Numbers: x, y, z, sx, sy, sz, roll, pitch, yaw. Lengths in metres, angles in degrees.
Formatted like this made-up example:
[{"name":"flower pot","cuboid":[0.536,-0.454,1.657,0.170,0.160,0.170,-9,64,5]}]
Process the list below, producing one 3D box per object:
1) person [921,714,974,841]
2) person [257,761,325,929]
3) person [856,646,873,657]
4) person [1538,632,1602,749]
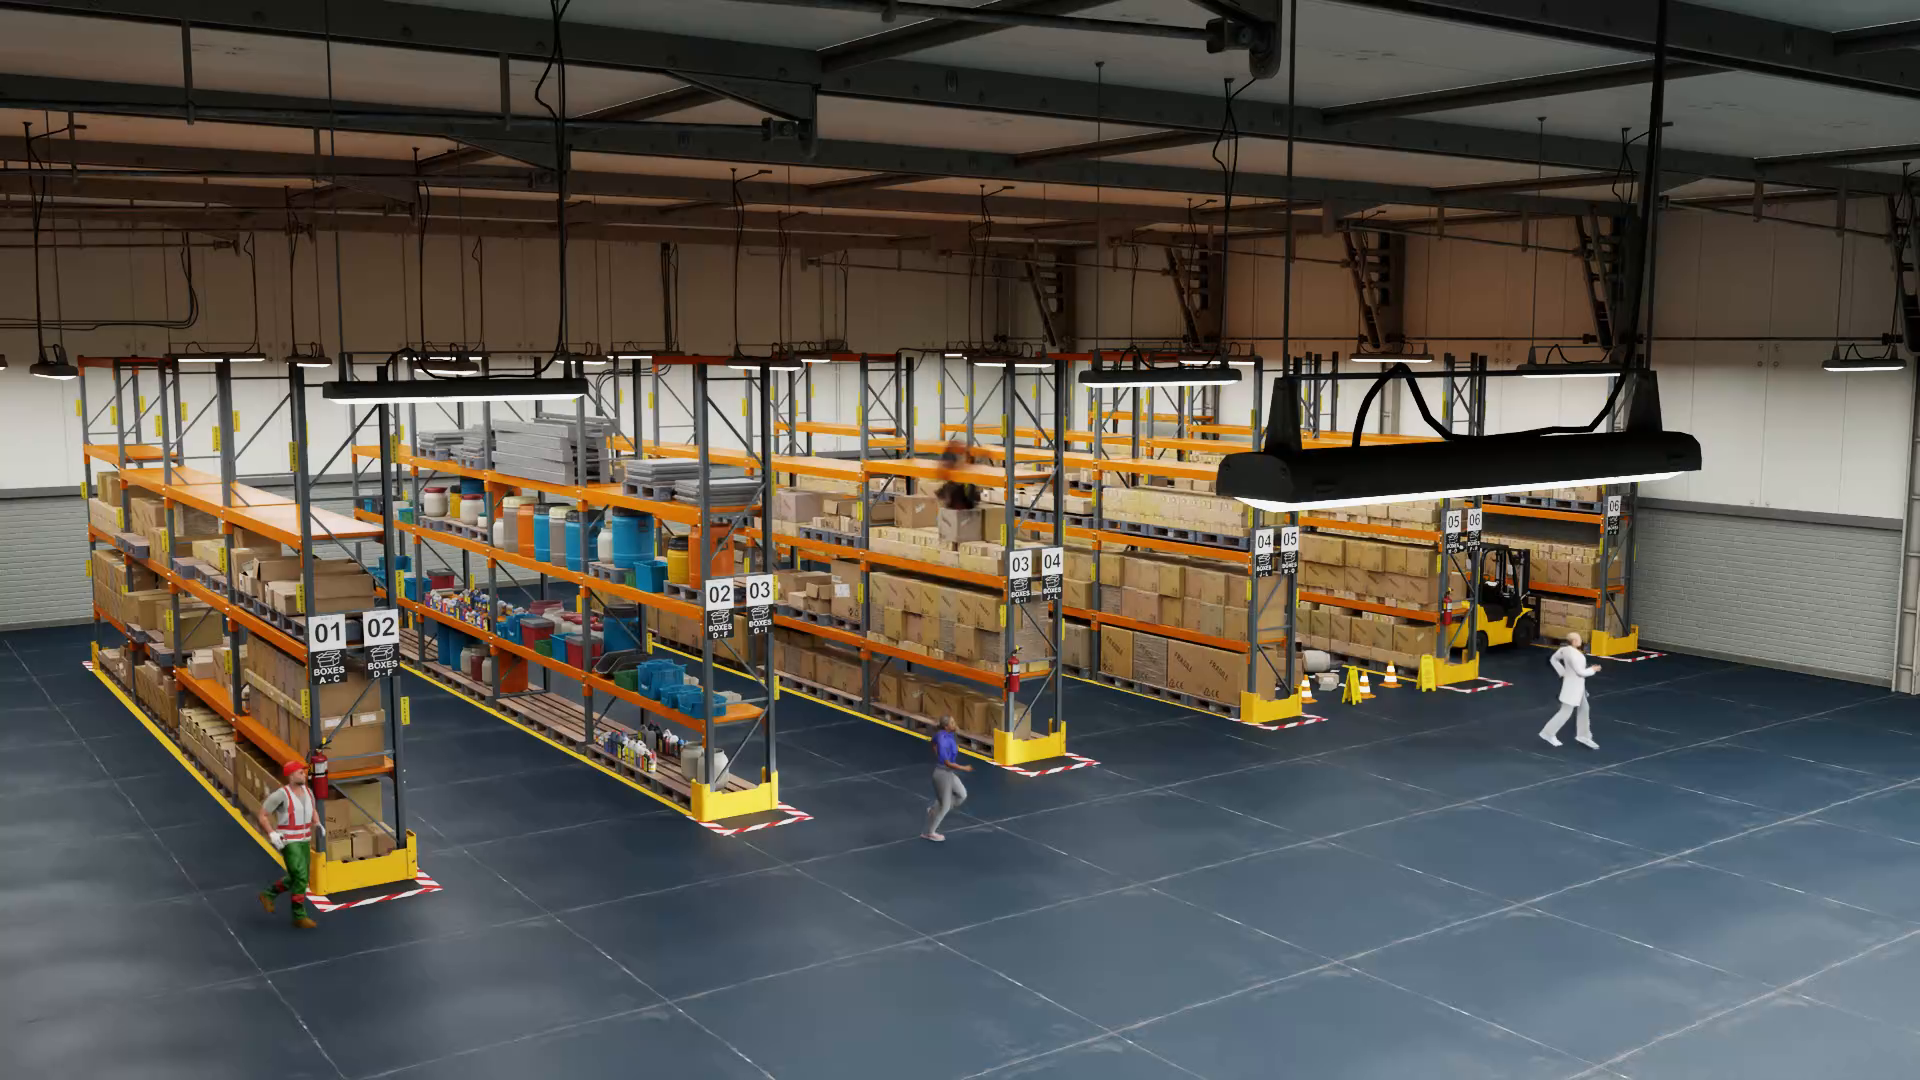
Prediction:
[{"name":"person","cuboid":[-0.154,2.988,21.069,0.669,1.613,0.607,0,7,2]},{"name":"person","cuboid":[-7.271,3.281,18.095,0.779,1.767,0.698,2,7,18]},{"name":"person","cuboid":[-1.829,1.572,32.127,0.743,1.745,0.844,-5,9,-36]},{"name":"person","cuboid":[9.438,2.326,25.677,0.924,1.829,0.678,1,7,12]}]
